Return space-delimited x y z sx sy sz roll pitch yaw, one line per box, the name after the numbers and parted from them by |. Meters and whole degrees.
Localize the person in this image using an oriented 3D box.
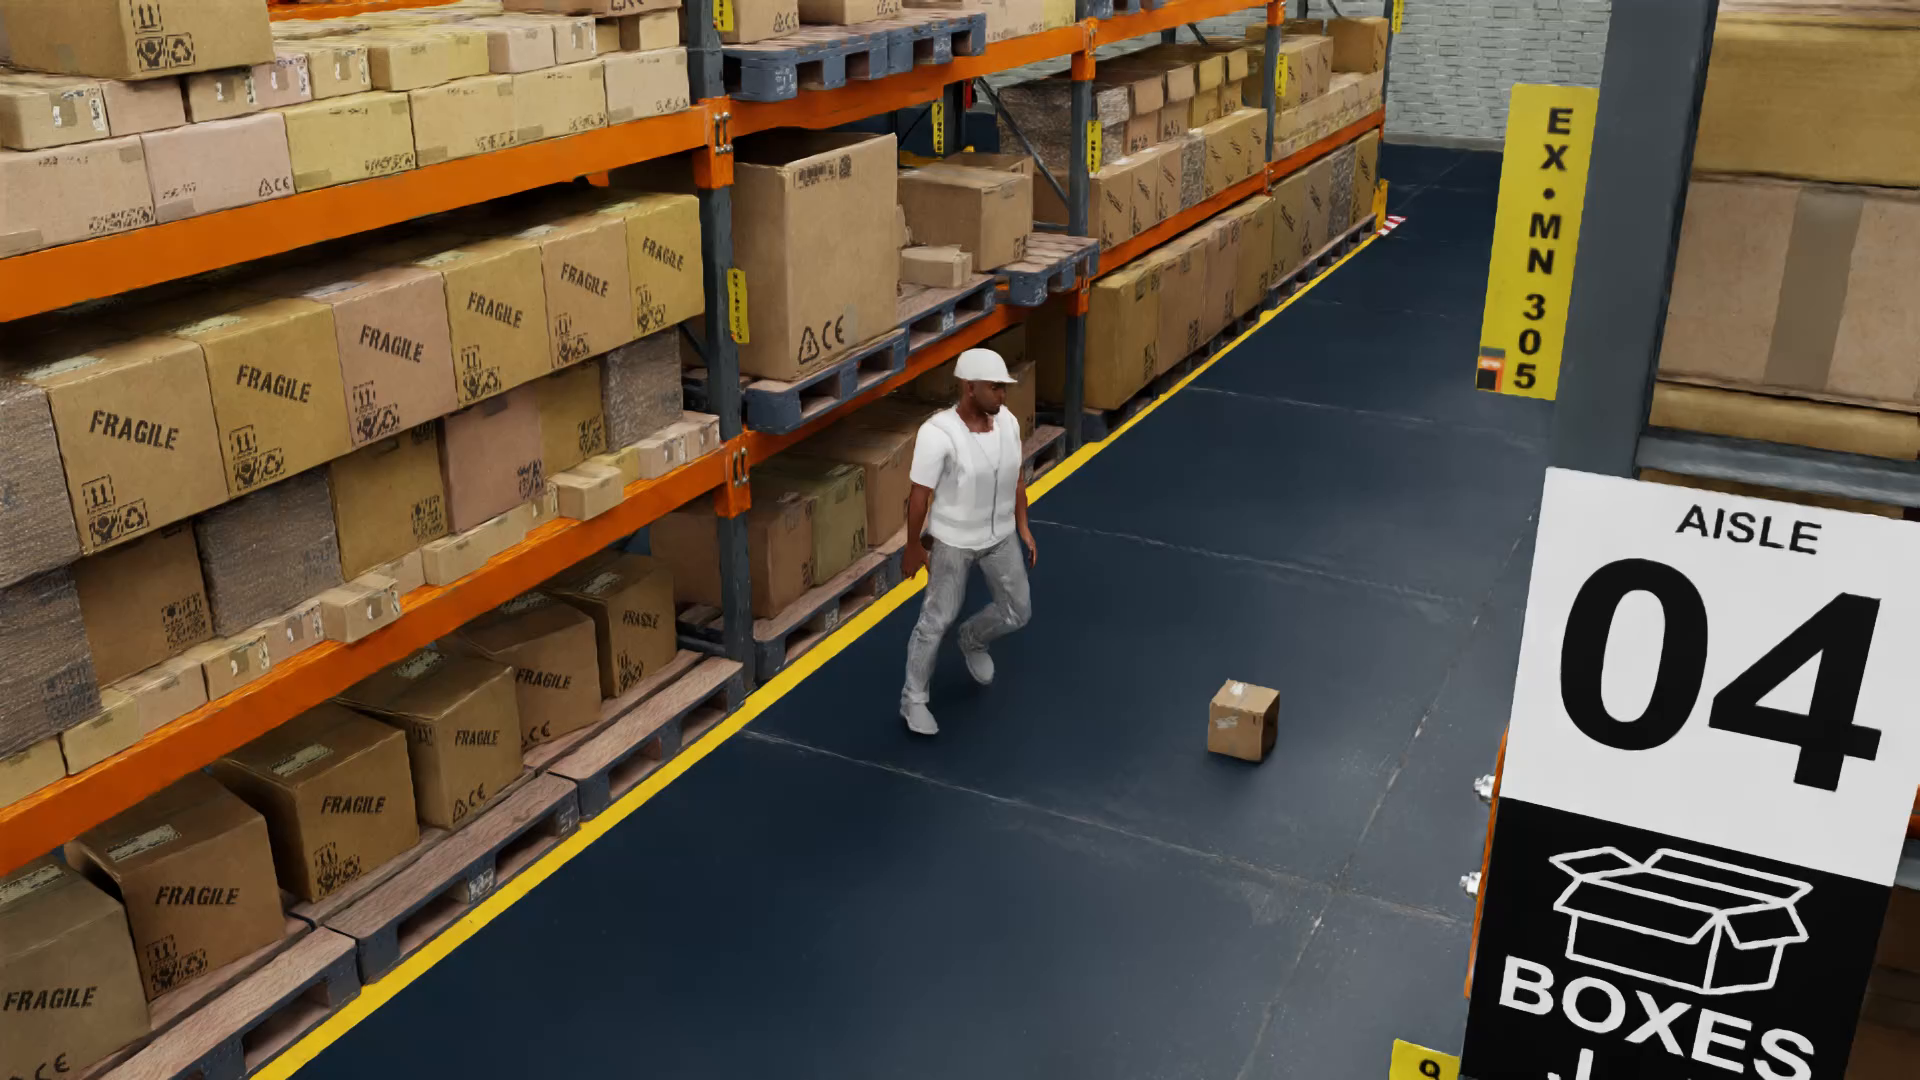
0.002 -0.010 7.574 0.689 1.743 0.523 -17 28 -35 | person
